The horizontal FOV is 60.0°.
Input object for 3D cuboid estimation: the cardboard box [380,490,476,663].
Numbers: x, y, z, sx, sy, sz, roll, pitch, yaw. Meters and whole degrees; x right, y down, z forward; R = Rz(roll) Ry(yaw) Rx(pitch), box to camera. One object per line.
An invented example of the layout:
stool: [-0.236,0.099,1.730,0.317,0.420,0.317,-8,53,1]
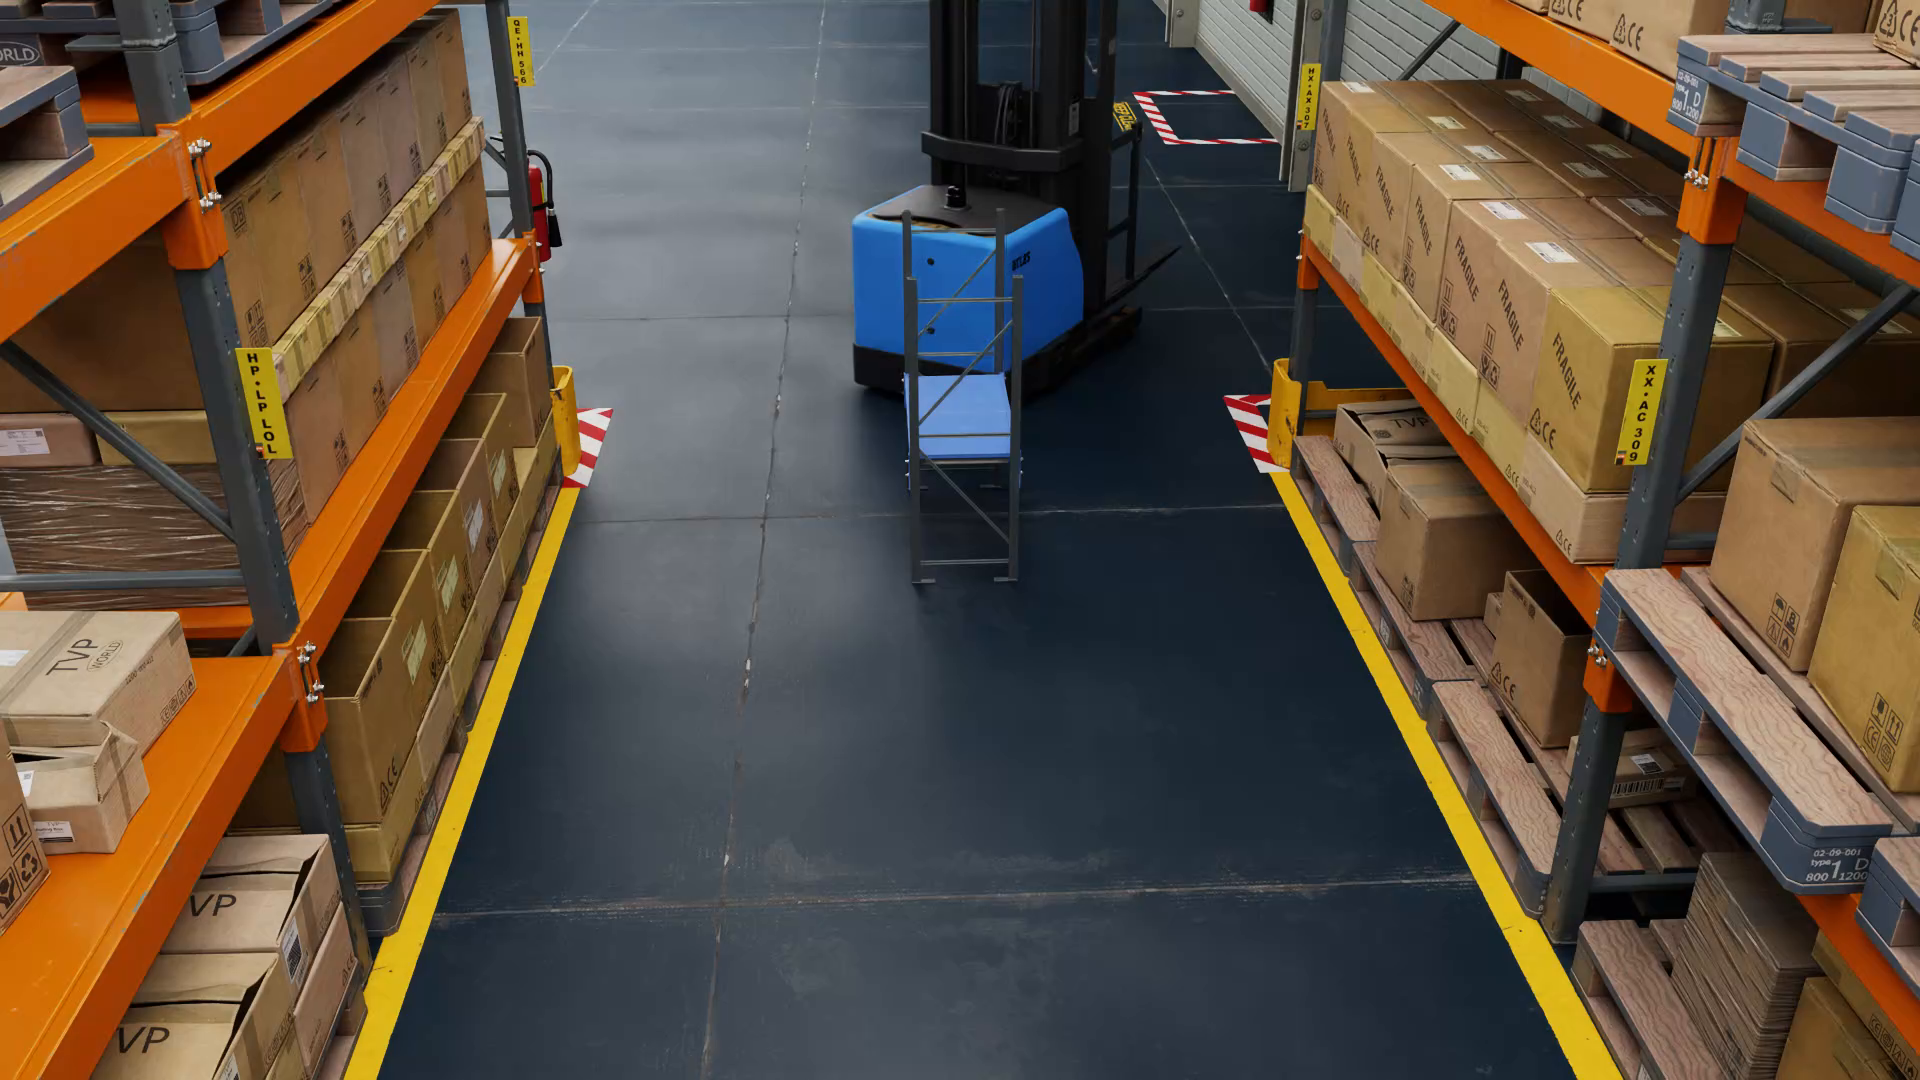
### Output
cardboard box: [-2.213,0.141,6.444,0.500,0.500,0.500,-1,28,-3]

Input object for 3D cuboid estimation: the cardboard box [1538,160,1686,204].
cardboard box: [2.600,-1.203,6.642,0.500,0.500,0.500,-1,28,-2]

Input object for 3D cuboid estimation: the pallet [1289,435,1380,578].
pallet: [2.300,-0.197,8.399,1.003,0.211,1.213,-1,28,-3]

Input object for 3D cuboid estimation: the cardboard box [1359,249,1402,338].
cardboard box: [2.059,-1.079,7.215,0.500,0.250,0.500,-2,28,-3]

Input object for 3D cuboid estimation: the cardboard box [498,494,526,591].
cardboard box: [-2.269,0.012,7.503,0.500,0.250,0.500,-1,28,-3]

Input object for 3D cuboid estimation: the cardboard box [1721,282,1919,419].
cardboard box: [2.682,-0.494,5.283,0.500,0.500,0.500,-2,28,-4]

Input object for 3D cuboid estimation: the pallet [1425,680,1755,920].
pallet: [2.427,0.930,6.239,1.003,0.211,1.213,-1,28,-3]

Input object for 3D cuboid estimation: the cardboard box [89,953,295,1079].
cardboard box: [-2.108,1.329,4.372,0.500,0.311,0.500,-1,28,-1]

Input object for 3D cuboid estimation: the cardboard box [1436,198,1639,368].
cardboard box: [2.117,-0.946,6.150,0.500,0.500,0.500,-2,28,-4]

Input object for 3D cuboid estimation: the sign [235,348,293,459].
sign: [-1.908,-0.372,4.553,0.100,0.325,0.005,-1,28,-3]

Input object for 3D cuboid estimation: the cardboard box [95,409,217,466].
cardboard box: [-2.270,-0.337,4.842,0.380,0.149,0.250,-1,28,-3]

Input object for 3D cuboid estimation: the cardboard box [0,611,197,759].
cardboard box: [-2.380,0.417,4.369,0.500,0.250,0.500,0,28,1]

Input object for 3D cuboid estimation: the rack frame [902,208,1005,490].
rack frame: [-0.031,-0.939,8.429,0.500,1.500,0.032,-1,28,-3]

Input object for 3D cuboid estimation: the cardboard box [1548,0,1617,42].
cardboard box: [2.211,-1.841,5.164,0.500,0.500,0.500,-4,28,-7]

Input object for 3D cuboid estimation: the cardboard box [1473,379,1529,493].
cardboard box: [2.153,-0.381,5.878,0.500,0.250,0.500,-1,28,-2]

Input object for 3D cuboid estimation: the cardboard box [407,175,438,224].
cardboard box: [-2.394,-1.407,6.894,0.380,0.149,0.250,-1,28,-1]

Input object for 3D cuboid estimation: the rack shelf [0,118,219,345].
rack shelf: [-2.345,0.037,2.470,1.077,0.370,4.000,-1,28,-3]

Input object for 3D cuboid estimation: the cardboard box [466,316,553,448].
cardboard box: [-2.333,-0.782,8.214,0.500,0.500,0.500,-1,28,-3]

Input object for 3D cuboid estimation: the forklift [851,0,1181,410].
forklift: [0.530,-2.668,10.196,1.130,2.935,3.031,15,31,26]

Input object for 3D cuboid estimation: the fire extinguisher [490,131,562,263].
fire extinguisher: [-2.200,-1.755,8.454,0.296,0.674,0.183,-1,28,-3]

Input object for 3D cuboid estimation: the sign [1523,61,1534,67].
sign: [2.844,-2.502,8.210,0.100,0.325,0.005,-1,28,-3]

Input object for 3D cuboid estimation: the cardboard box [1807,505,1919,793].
cardboard box: [2.512,0.258,3.929,0.700,0.500,0.500,1,28,3]

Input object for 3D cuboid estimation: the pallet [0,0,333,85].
pallet: [-2.519,-1.560,4.849,1.003,0.211,1.213,-1,28,-3]

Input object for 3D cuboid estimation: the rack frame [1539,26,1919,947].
rack frame: [2.498,0.003,5.001,1.000,3.000,0.127,-1,28,-3]

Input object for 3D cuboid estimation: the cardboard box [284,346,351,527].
cardboard box: [-2.512,-0.368,5.604,0.700,0.500,0.500,-2,28,-3]

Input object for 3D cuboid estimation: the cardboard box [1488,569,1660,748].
cardboard box: [2.404,0.438,6.394,0.500,0.500,0.500,-3,28,-7]

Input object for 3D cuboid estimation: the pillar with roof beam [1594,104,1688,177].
pillar with roof beam: [-1.110,-4.098,6.376,9.100,9.000,0.400,-1,28,-3]

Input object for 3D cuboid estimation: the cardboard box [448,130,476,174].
cardboard box: [-2.433,-1.762,7.576,0.380,0.149,0.250,-1,28,-1]

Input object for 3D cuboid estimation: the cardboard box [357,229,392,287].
cardboard box: [-2.354,-1.052,6.213,0.380,0.149,0.250,-2,28,-3]

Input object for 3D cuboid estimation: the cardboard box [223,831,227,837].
cardboard box: [-2.691,0.948,5.707,0.500,0.250,0.500,-1,28,-3]

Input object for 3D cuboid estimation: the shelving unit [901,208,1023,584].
shelving unit: [-0.004,-0.704,7.979,0.538,1.500,1.048,-1,28,-3]

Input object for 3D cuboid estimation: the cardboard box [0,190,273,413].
cardboard box: [-2.478,-0.700,4.838,0.700,0.500,0.500,-1,28,-2]

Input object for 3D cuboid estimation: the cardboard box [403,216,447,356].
cardboard box: [-2.594,-1.080,6.968,0.700,0.500,0.500,-1,28,-2]

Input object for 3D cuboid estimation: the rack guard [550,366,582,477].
rack guard: [-2.659,-0.626,8.909,1.175,0.500,0.348,-1,28,-3]

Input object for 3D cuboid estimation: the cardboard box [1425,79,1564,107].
cardboard box: [2.526,-1.907,7.992,0.500,0.500,0.500,-2,28,-3]

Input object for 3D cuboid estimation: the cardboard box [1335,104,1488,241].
cardboard box: [2.030,-1.663,7.525,0.500,0.500,0.500,-1,28,-2]

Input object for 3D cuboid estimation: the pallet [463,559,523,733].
pallet: [-2.515,0.427,7.202,1.003,0.211,1.213,-1,28,-3]

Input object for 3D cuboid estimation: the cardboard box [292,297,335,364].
cardboard box: [-2.313,-0.693,5.525,0.380,0.149,0.250,-2,28,-3]

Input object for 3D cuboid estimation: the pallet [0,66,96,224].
pallet: [-2.390,-0.714,3.338,0.805,0.209,1.217,-2,28,-5]

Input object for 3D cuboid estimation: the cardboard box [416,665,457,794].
cardboard box: [-2.191,0.705,6.175,0.500,0.250,0.500,-1,28,-3]

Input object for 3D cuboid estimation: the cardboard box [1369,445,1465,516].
cardboard box: [2.265,-0.262,7.941,0.500,0.311,0.500,1,28,2]

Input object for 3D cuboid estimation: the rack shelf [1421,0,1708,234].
rack shelf: [2.393,-1.932,6.244,1.077,0.370,4.000,-1,28,-3]

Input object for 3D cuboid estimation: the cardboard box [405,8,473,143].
cardboard box: [-2.643,-2.102,7.526,0.700,0.500,0.500,-1,28,-2]

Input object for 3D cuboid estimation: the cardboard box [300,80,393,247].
cardboard box: [-2.557,-1.395,6.171,0.700,0.500,0.500,-1,28,-3]

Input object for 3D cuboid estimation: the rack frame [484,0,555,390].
rack frame: [-2.658,-1.723,8.310,1.000,3.000,0.127,-1,28,-3]

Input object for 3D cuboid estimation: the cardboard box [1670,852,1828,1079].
cardboard box: [2.553,1.256,4.826,0.700,0.500,0.500,0,28,-1]
